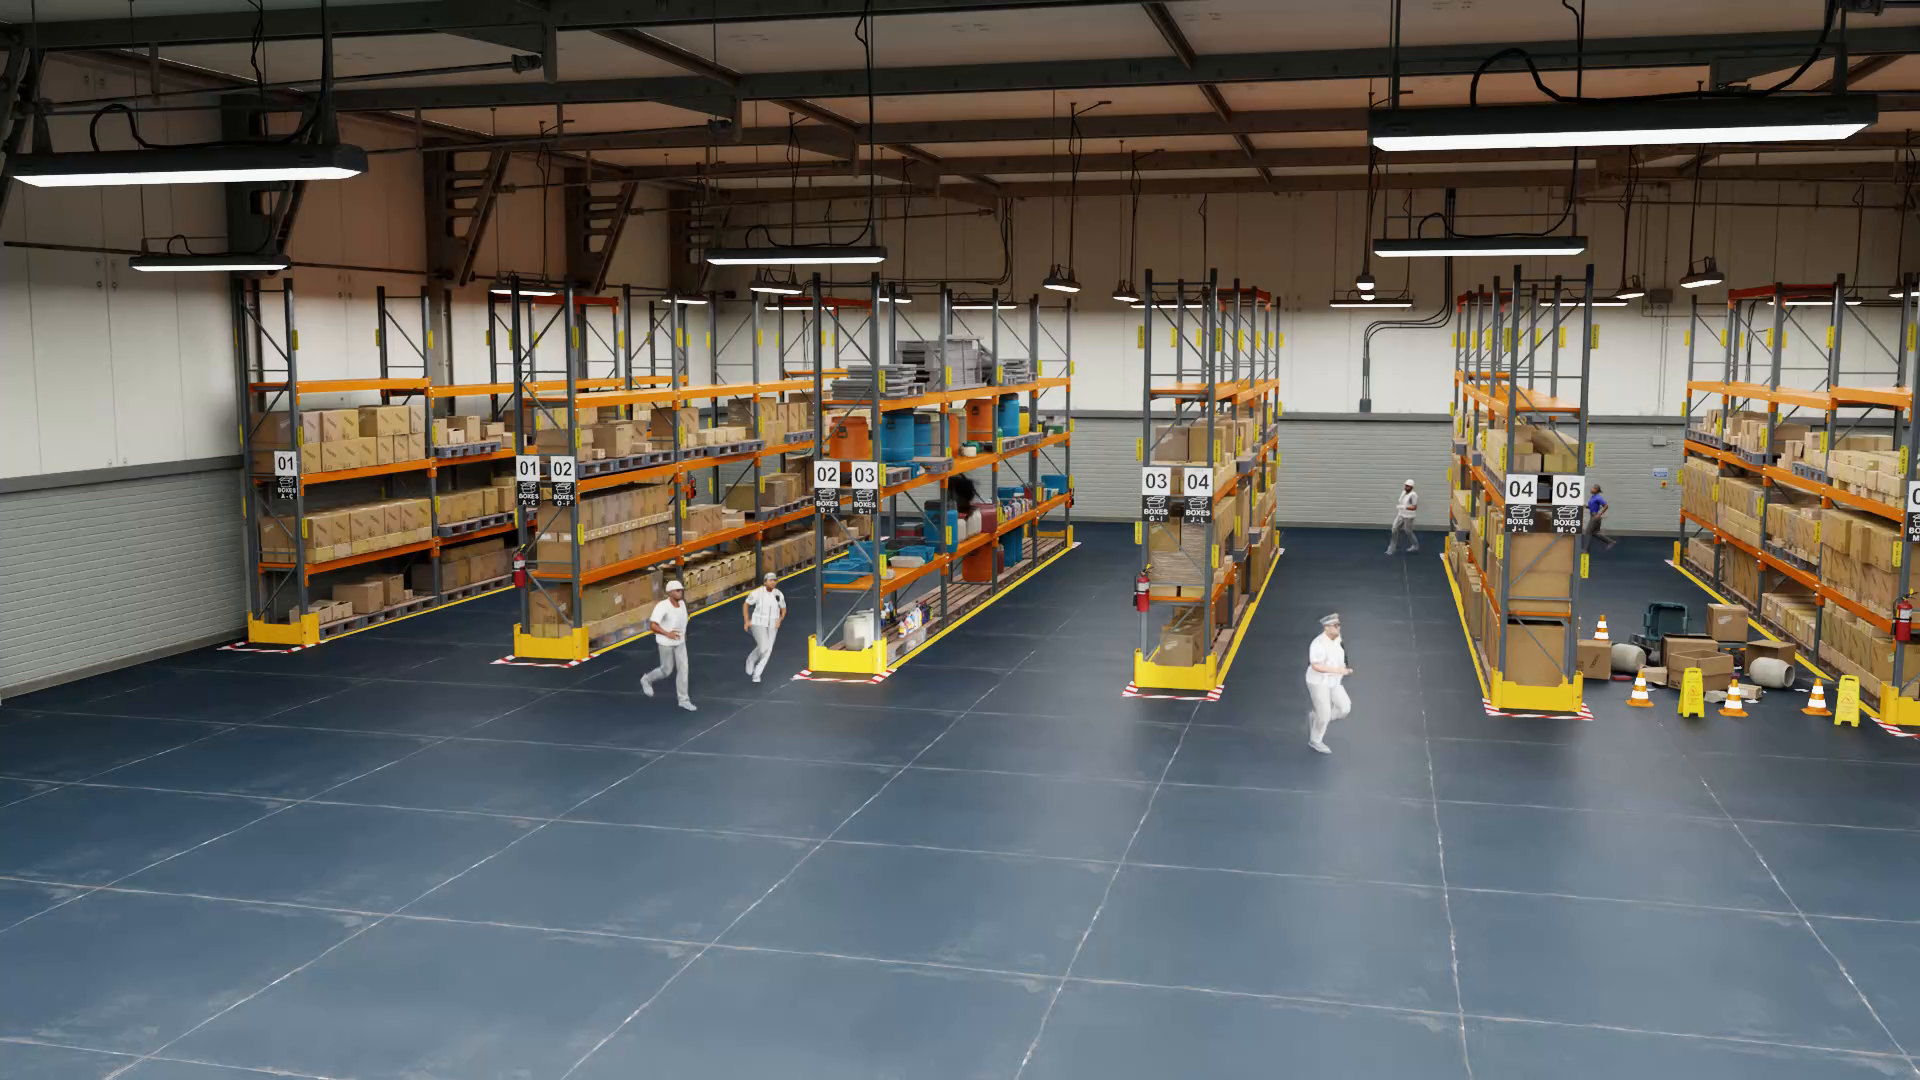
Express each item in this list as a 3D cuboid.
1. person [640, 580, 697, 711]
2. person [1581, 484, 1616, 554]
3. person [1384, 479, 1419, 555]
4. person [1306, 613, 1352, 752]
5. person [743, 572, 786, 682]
[{"bbox_3d":[-3.974,1.416,22.736,0.993,1.756,0.725,4,8,31],"label":"person"},{"bbox_3d":[14.858,-0.483,38.791,0.902,1.631,0.582,2,7,13],"label":"person"},{"bbox_3d":[10.451,-0.526,38.813,0.874,1.780,0.687,-3,7,-24],"label":"person"},{"bbox_3d":[4.521,1.733,20.225,0.707,1.734,0.657,-6,9,-43],"label":"person"},{"bbox_3d":[-2.832,1.282,24.486,0.637,1.596,0.539,-3,8,-26],"label":"person"}]
